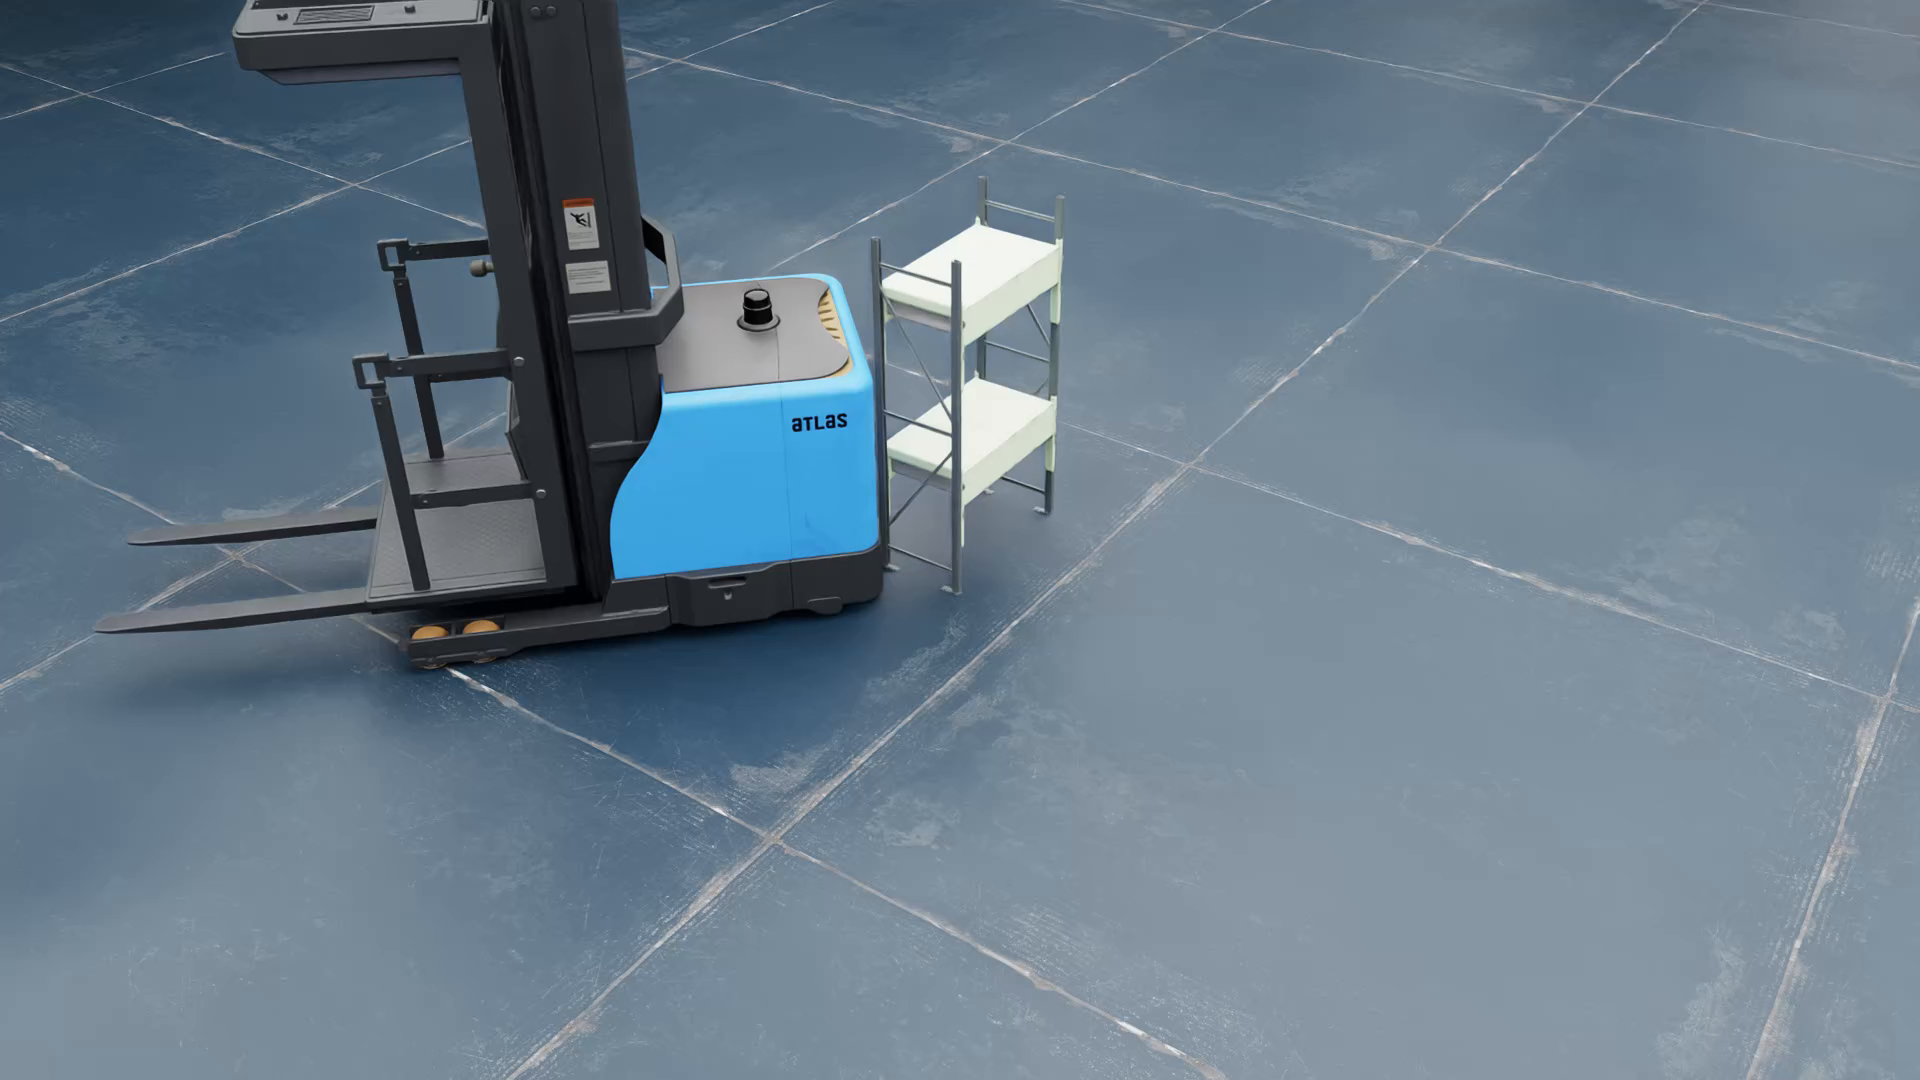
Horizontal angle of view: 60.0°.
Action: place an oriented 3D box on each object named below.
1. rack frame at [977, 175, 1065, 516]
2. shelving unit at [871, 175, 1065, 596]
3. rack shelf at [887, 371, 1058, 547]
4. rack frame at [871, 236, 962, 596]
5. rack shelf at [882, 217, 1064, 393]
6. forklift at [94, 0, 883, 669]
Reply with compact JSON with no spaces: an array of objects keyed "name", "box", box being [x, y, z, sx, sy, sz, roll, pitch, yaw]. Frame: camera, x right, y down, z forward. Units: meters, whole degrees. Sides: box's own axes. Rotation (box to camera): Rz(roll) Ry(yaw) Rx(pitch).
[{"name":"rack frame","box":[0.245,-0.796,7.088,0.400,1.500,0.023,21,39,28]},{"name":"shelving unit","box":[0.040,-0.626,6.836,0.431,1.500,0.755,21,39,28]},{"name":"rack shelf","box":[0.040,-0.356,7.019,0.431,0.370,0.720,21,39,28]},{"name":"rack frame","box":[-0.165,-0.456,6.585,0.400,1.500,0.023,21,39,28]},{"name":"rack shelf","box":[0.040,-0.949,6.618,0.431,0.370,0.720,21,39,28]},{"name":"forklift","box":[-1.887,-1.034,6.162,3.031,2.935,1.130,-6,35,-9]}]
